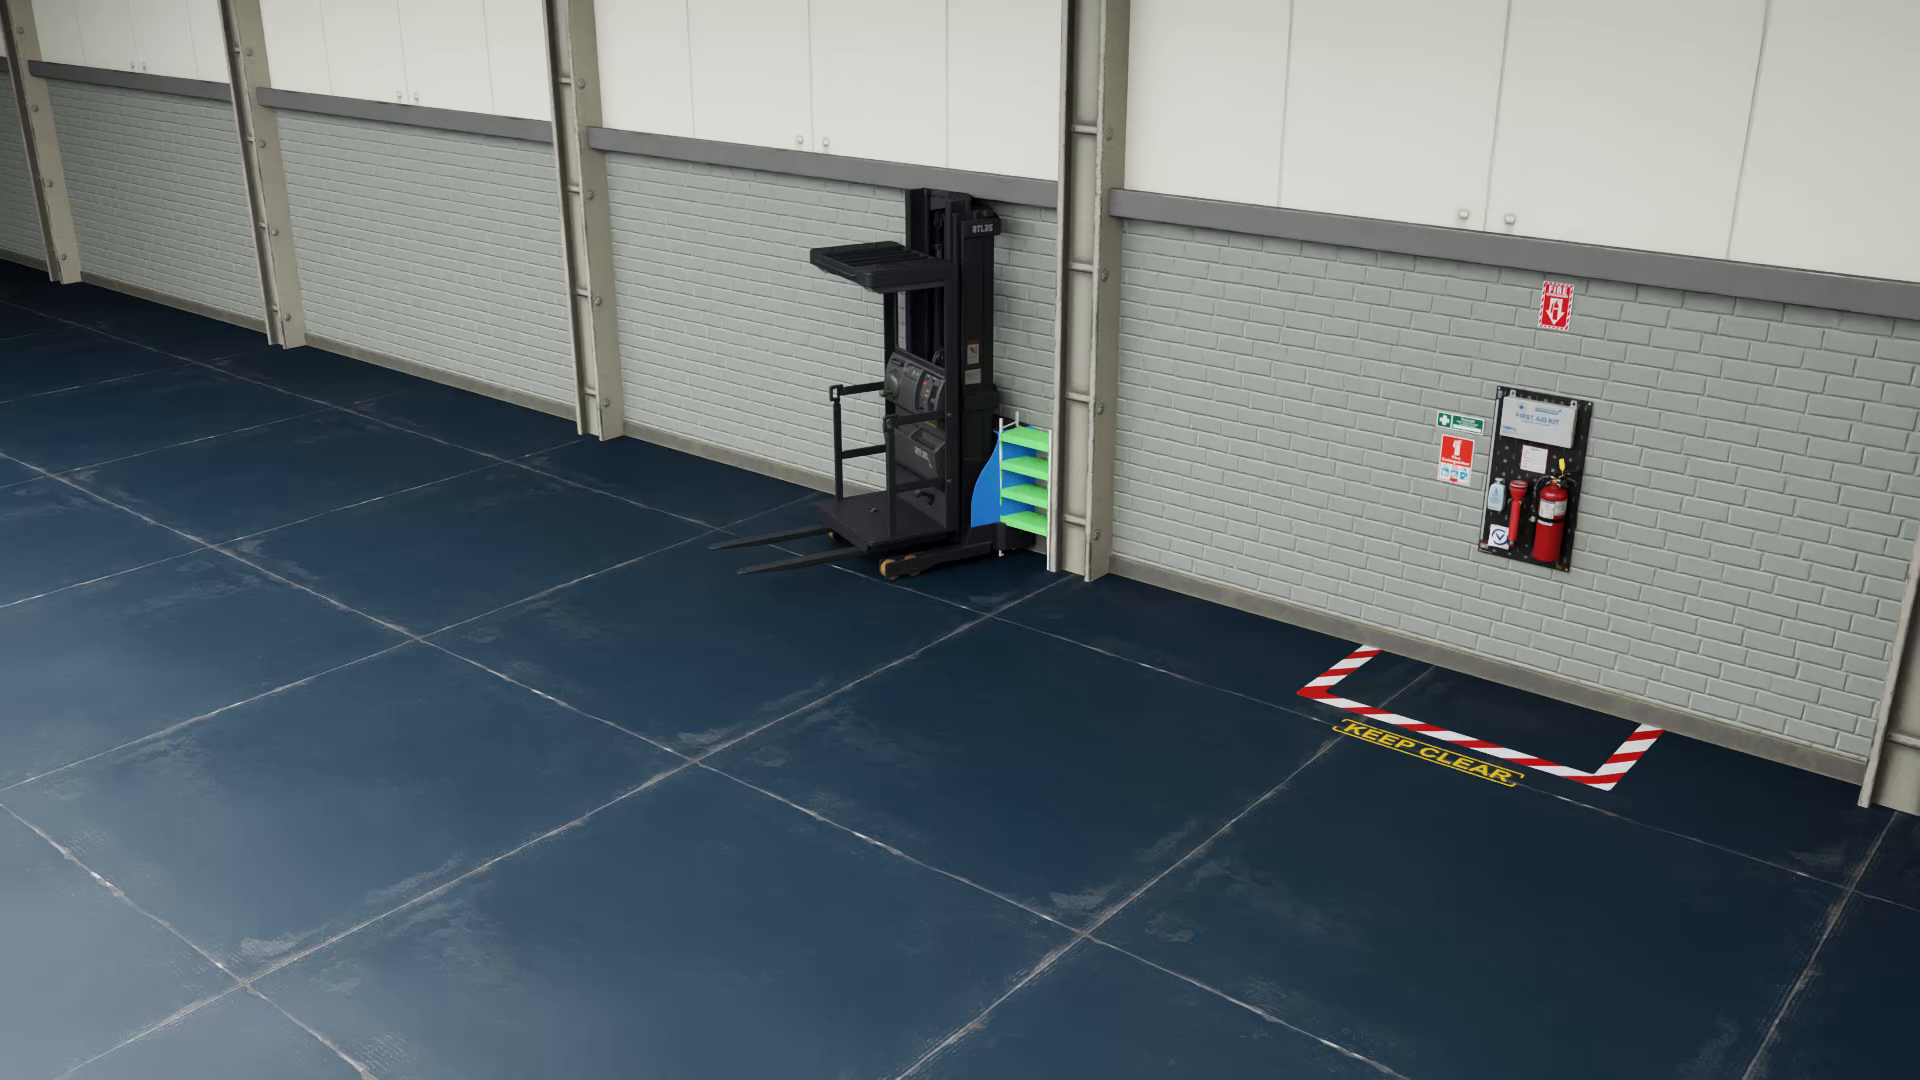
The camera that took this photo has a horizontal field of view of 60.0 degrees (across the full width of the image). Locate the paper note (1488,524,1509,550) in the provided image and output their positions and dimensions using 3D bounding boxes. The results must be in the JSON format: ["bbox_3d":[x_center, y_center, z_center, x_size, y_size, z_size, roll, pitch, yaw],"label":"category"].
[{"bbox_3d":[3.642,-0.021,11.222,0.142,0.148,0.016,16,26,36],"label":"paper note"}]

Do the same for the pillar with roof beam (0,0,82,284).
[{"bbox_3d":[-15.690,-6.798,19.442,0.400,9.000,9.100,16,26,36],"label":"pillar with roof beam"}]

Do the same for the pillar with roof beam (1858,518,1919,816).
[{"bbox_3d":[2.903,-1.444,5.243,0.400,9.000,9.100,16,26,36],"label":"pillar with roof beam"}]

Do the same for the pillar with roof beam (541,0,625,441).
[{"bbox_3d":[-6.393,-4.121,12.343,0.400,9.000,9.100,16,26,36],"label":"pillar with roof beam"}]

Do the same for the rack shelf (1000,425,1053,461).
[{"bbox_3d":[0.591,-0.783,13.372,0.480,0.148,0.258,16,28,35],"label":"rack shelf"}]

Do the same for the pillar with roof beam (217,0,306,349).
[{"bbox_3d":[-11.042,-5.460,15.893,0.400,9.000,9.100,16,26,36],"label":"pillar with roof beam"}]

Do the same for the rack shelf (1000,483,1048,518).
[{"bbox_3d":[0.593,-0.339,13.554,0.480,0.148,0.258,16,28,35],"label":"rack shelf"}]

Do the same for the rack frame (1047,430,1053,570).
[{"bbox_3d":[0.785,-0.342,13.390,0.015,1.200,0.240,16,28,35],"label":"rack frame"}]

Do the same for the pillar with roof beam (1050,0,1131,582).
[{"bbox_3d":[-1.745,-2.782,8.793,0.400,9.000,9.100,16,26,36],"label":"pillar with roof beam"}]

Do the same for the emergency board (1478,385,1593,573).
[{"bbox_3d":[3.735,-0.375,10.912,0.643,1.169,0.194,16,26,36],"label":"emergency board"}]

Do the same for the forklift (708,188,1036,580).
[{"bbox_3d":[-0.548,-1.265,13.368,3.031,2.935,1.130,-11,23,-27],"label":"forklift"}]

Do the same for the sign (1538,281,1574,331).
[{"bbox_3d":[3.792,-1.489,10.580,0.199,0.298,0.001,16,26,36],"label":"sign"}]

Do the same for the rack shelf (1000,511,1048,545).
[{"bbox_3d":[0.594,-0.117,13.645,0.480,0.148,0.258,16,28,35],"label":"rack shelf"}]

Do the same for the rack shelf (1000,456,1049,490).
[{"bbox_3d":[0.592,-0.561,13.463,0.480,0.148,0.258,16,28,35],"label":"rack shelf"}]

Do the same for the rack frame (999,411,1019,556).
[{"bbox_3d":[0.401,-0.455,13.669,0.015,1.200,0.240,16,28,35],"label":"rack frame"}]

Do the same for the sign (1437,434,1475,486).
[{"bbox_3d":[3.372,-0.544,11.308,0.234,0.329,0.001,16,26,36],"label":"sign"}]

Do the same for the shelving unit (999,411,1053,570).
[{"bbox_3d":[0.593,-0.398,13.529,0.503,1.200,0.258,16,28,35],"label":"shelving unit"}]

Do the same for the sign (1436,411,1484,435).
[{"bbox_3d":[3.370,-0.788,11.205,0.331,0.109,0.001,16,26,36],"label":"sign"}]
